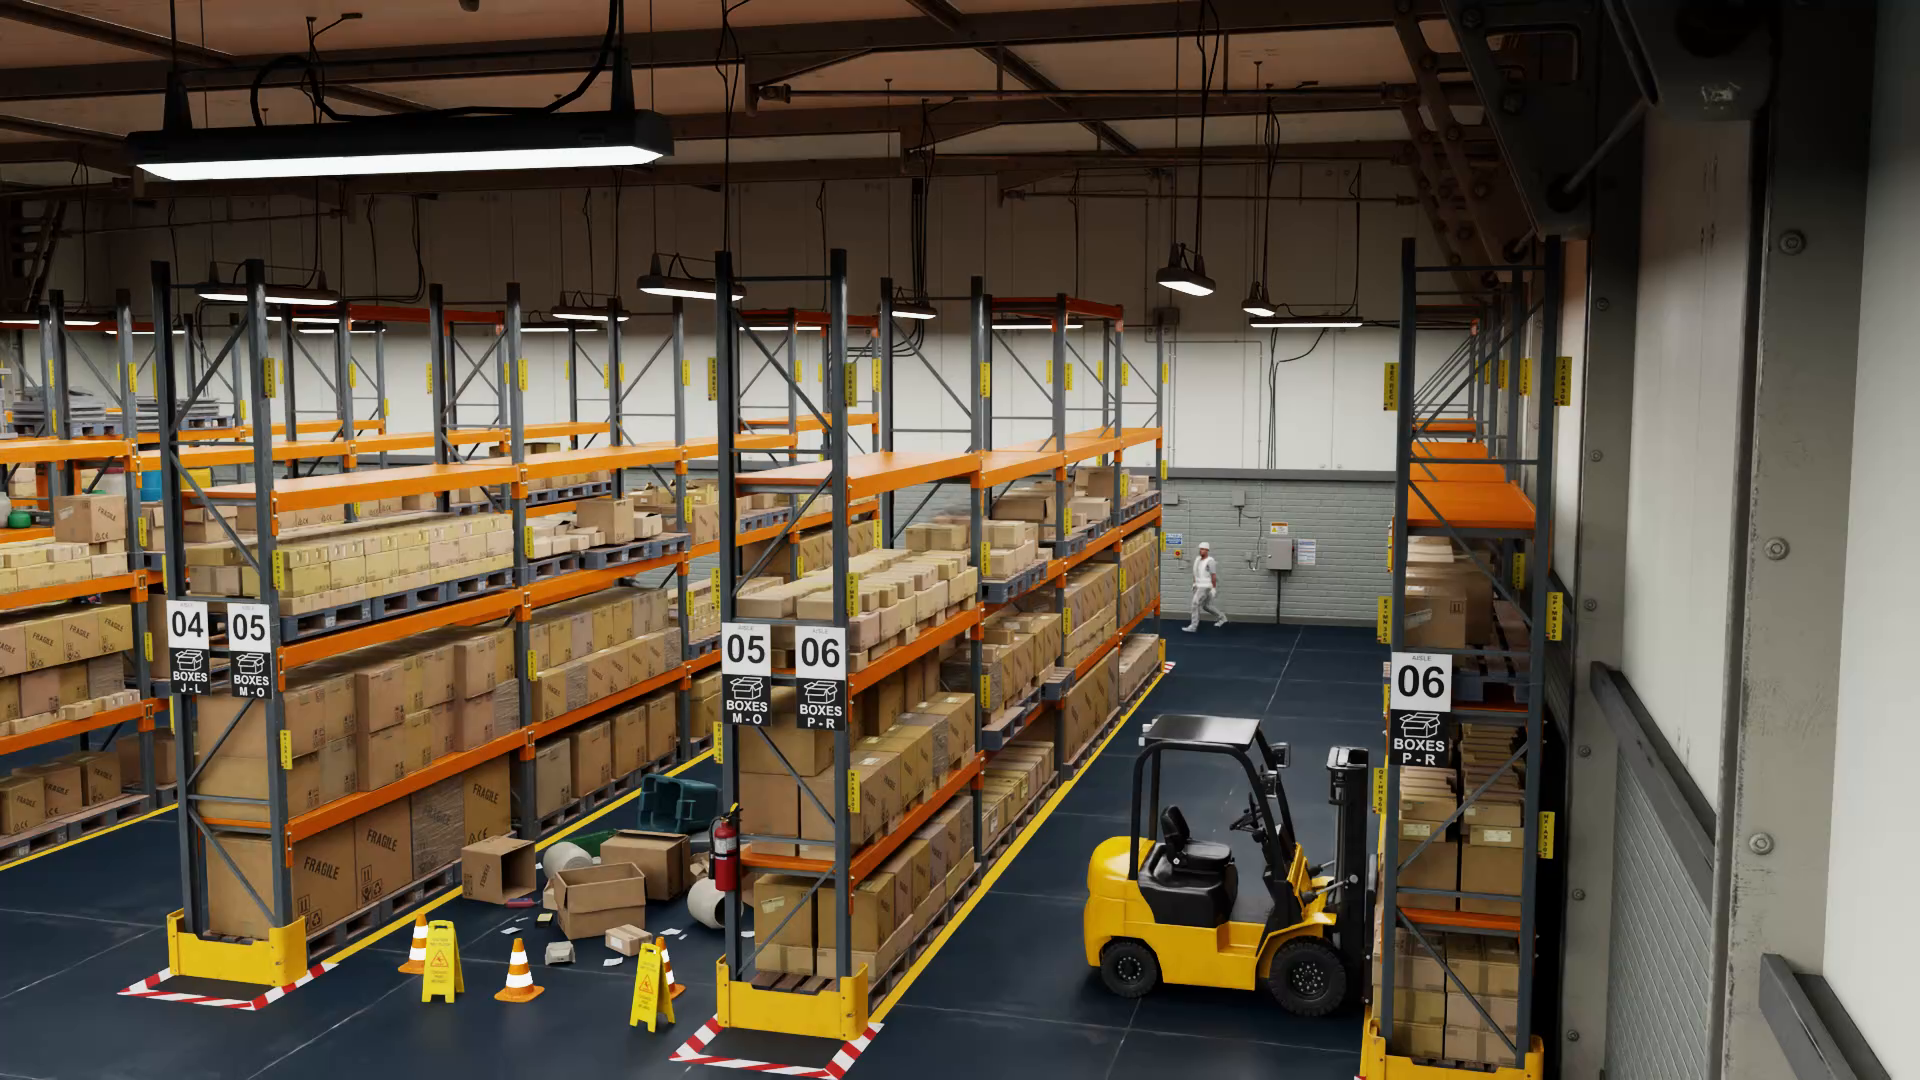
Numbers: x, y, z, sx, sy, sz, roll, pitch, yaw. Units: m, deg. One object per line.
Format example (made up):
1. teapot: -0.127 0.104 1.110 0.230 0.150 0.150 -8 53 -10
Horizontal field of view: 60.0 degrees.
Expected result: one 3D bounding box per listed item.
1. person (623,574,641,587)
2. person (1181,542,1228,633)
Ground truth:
1. person: -5.696 1.287 28.671 0.570 1.718 0.502 5 8 40
2. person: 4.732 0.902 32.058 1.006 1.750 0.521 -1 6 -11
